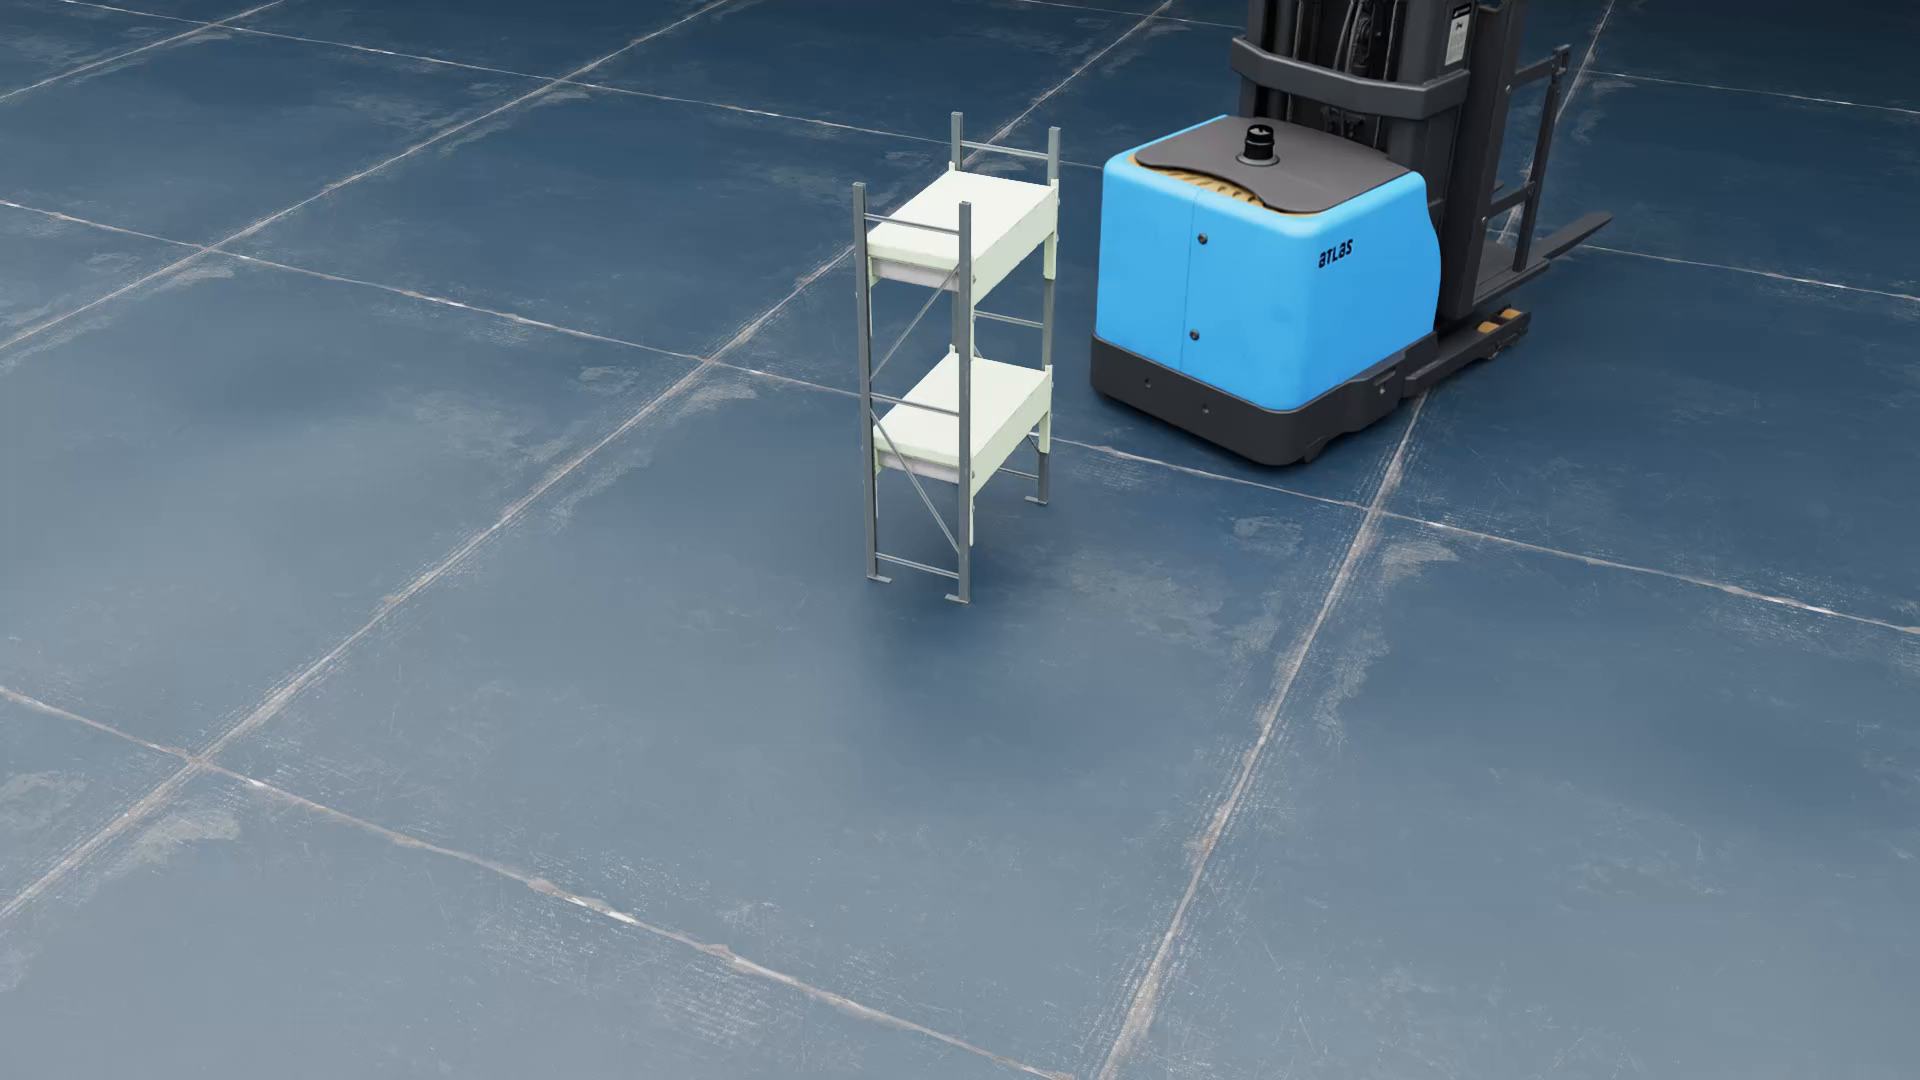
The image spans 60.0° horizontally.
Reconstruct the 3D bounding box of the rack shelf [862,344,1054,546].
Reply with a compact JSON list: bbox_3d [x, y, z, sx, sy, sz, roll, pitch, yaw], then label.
[{"bbox_3d":[0.003,-0.358,6.023,0.431,0.370,0.720,14,36,20],"label":"rack shelf"}]

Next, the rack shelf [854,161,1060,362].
[{"bbox_3d":[0.003,-0.957,5.630,0.431,0.370,0.720,14,36,20],"label":"rack shelf"}]

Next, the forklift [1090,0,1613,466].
[{"bbox_3d":[1.962,-2.221,6.964,3.031,2.935,1.130,-28,43,-36],"label":"forklift"}]

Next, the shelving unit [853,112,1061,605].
[{"bbox_3d":[0.003,-0.631,5.844,0.431,1.500,0.755,14,36,20],"label":"shelving unit"}]

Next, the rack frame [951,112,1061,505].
[{"bbox_3d":[0.156,-0.813,6.122,0.400,1.500,0.023,14,36,20],"label":"rack frame"}]

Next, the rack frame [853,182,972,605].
[{"bbox_3d":[-0.150,-0.448,5.566,0.400,1.500,0.023,14,36,20],"label":"rack frame"}]
